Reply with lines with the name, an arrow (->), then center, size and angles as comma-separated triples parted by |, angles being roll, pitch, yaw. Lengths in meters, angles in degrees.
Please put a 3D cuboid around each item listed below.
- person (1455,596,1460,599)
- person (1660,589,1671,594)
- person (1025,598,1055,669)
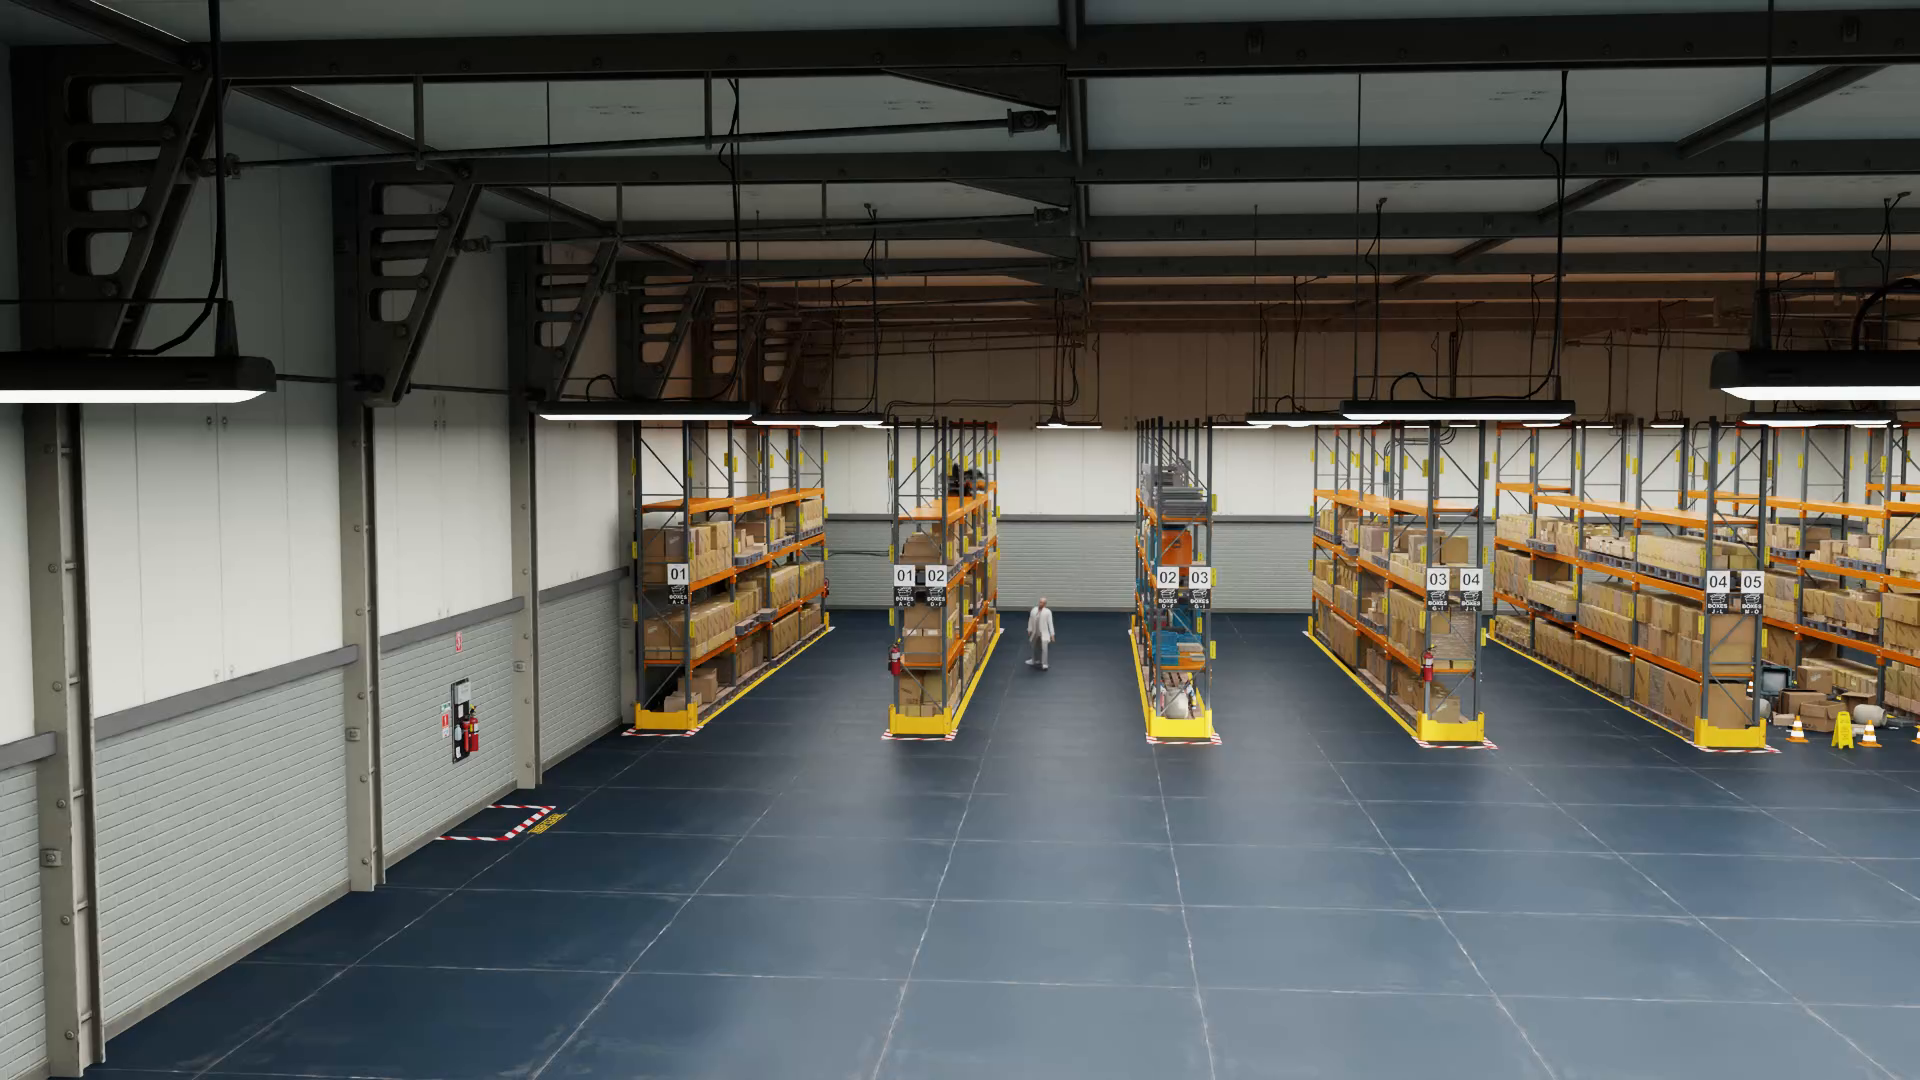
person -> 14.112, 1.760, 47.133 | 0.668, 1.752, 0.717 | 1, 4, 16
person -> 20.047, 1.820, 47.148 | 0.651, 1.687, 0.579 | 0, 4, 5
person -> 1.895, 2.239, 40.278 | 0.892, 1.723, 0.779 | 2, 4, 31
